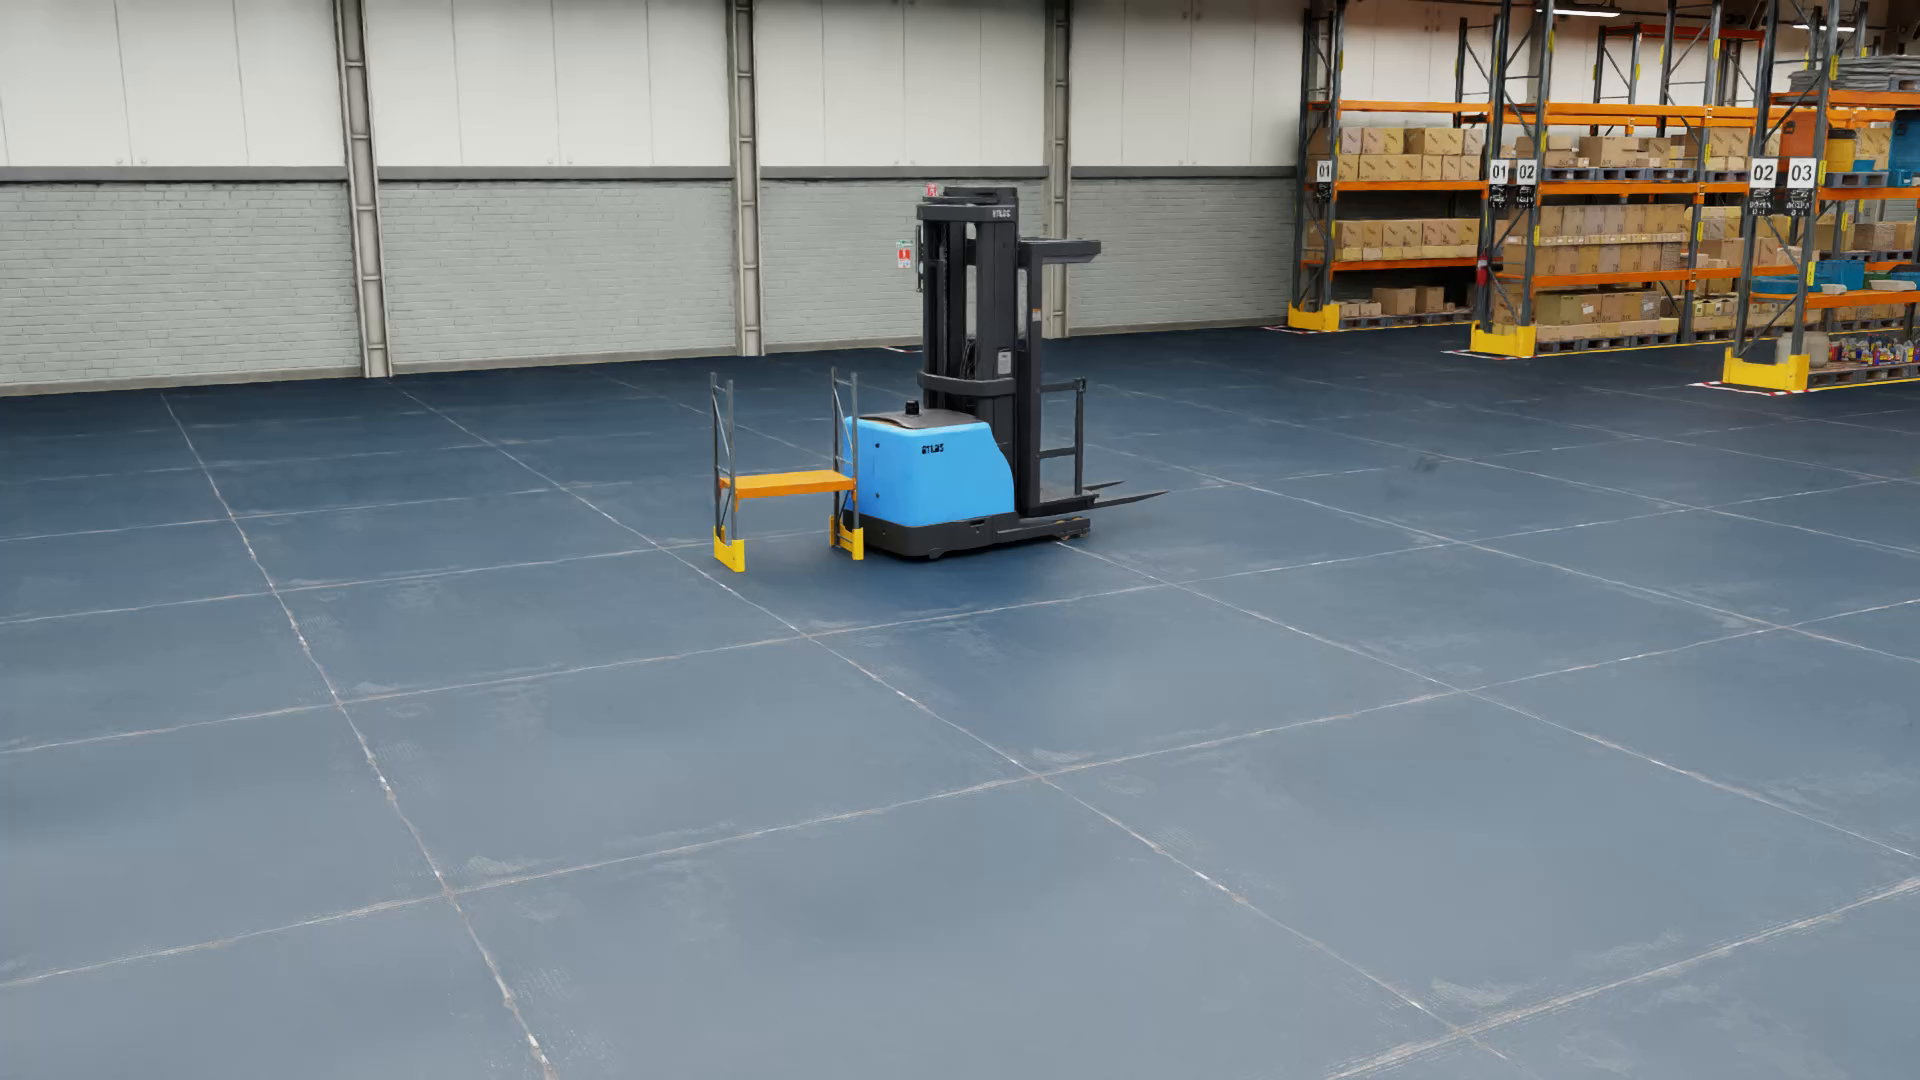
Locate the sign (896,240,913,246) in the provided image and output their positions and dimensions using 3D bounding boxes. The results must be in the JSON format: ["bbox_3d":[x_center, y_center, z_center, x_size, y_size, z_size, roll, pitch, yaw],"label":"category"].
[{"bbox_3d":[-0.964,-5.177,28.995,0.331,0.109,0.001,-7,14,-28],"label":"sign"}]

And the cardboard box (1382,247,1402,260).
[{"bbox_3d":[8.295,-5.621,32.550,0.500,0.250,0.500,-7,15,-29],"label":"cardboard box"}]

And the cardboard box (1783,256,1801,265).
[{"bbox_3d":[15.558,-5.201,30.962,0.250,0.149,0.380,-7,14,-28],"label":"cardboard box"}]

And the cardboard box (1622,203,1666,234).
[{"bbox_3d":[11.874,-5.632,29.118,0.500,0.500,0.700,-7,14,-28],"label":"cardboard box"}]

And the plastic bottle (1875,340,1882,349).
[{"bbox_3d":[14.097,-2.936,25.536,0.097,0.271,0.097,0,13,0],"label":"plastic bottle"}]

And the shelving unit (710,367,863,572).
[{"bbox_3d":[-1.386,-0.587,13.303,1.083,1.500,0.587,-6,14,-24],"label":"shelving unit"}]

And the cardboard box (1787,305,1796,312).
[{"bbox_3d":[15.420,-4.450,31.081,0.500,0.311,0.500,-7,14,-29],"label":"cardboard box"}]

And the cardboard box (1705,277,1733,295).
[{"bbox_3d":[16.840,-5.910,37.476,0.750,0.750,0.750,-7,14,-27],"label":"cardboard box"}]

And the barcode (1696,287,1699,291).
[{"bbox_3d":[13.127,-4.461,29.605,0.075,0.075,0.001,-7,14,-28],"label":"barcode"}]

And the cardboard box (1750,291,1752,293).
[{"bbox_3d":[15.157,-4.554,31.540,0.500,0.311,0.500,-7,15,-29],"label":"cardboard box"}]

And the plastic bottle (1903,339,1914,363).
[{"bbox_3d":[14.195,-2.841,24.932,0.185,0.351,0.144,-7,14,-28],"label":"plastic bottle"}]

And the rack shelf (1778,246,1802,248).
[{"bbox_3d":[19.104,-6.706,38.715,4.000,0.370,1.077,-7,14,-28],"label":"rack shelf"}]

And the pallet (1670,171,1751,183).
[{"bbox_3d":[13.472,-6.516,29.837,1.217,0.209,0.805,-8,15,-30],"label":"pallet"}]

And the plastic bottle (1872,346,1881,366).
[{"bbox_3d":[13.511,-2.716,24.529,0.133,0.283,0.061,-7,14,-27],"label":"plastic bottle"}]

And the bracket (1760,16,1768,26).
[{"bbox_3d":[18.083,-11.745,37.606,0.430,0.232,0.235,-7,14,-28],"label":"bracket"}]

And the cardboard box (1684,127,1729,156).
[{"bbox_3d":[13.264,-7.069,29.535,0.500,0.500,0.500,-7,14,-27],"label":"cardboard box"}]

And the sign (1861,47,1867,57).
[{"bbox_3d":[16.484,-8.825,30.339,0.005,0.325,0.100,-7,14,-28],"label":"sign"}]

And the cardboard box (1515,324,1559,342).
[{"bbox_3d":[9.770,-3.507,28.168,0.500,0.250,0.500,-7,14,-28],"label":"cardboard box"}]

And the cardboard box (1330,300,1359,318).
[{"bbox_3d":[7.466,-4.543,32.585,0.500,0.311,0.500,-9,15,-34],"label":"cardboard box"}]

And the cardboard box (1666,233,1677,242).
[{"bbox_3d":[12.350,-5.321,29.215,0.250,0.149,0.380,-7,15,-29],"label":"cardboard box"}]

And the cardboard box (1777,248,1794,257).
[{"bbox_3d":[15.337,-5.372,31.349,0.500,0.311,0.500,-7,14,-29],"label":"cardboard box"}]

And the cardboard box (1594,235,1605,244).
[{"bbox_3d":[10.770,-5.131,28.372,0.250,0.149,0.380,-7,14,-29],"label":"cardboard box"}]

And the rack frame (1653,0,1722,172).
[{"bbox_3d":[12.704,-7.978,29.063,0.127,3.000,1.000,-7,14,-28],"label":"rack frame"}]

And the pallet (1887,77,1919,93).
[{"bbox_3d":[13.291,-6.514,23.901,1.213,0.211,1.003,-7,14,-28],"label":"pallet"}]

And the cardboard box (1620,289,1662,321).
[{"bbox_3d":[11.957,-4.139,29.267,0.500,0.500,0.500,-7,14,-28],"label":"cardboard box"}]

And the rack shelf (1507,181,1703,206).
[{"bbox_3d":[10.948,-5.953,28.536,4.000,0.370,1.077,-7,14,-28],"label":"rack shelf"}]

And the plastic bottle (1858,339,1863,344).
[{"bbox_3d":[13.836,-2.951,25.576,0.133,0.283,0.061,-6,14,-25],"label":"plastic bottle"}]

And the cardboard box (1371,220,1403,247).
[{"bbox_3d":[8.274,-5.983,32.448,0.500,0.500,0.500,-7,15,-30],"label":"cardboard box"}]

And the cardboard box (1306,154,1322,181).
[{"bbox_3d":[7.061,-7.199,32.161,0.500,0.500,0.500,-6,14,-24],"label":"cardboard box"}]

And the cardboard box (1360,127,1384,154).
[{"bbox_3d":[7.735,-7.631,31.803,0.500,0.500,0.500,-7,14,-29],"label":"cardboard box"}]

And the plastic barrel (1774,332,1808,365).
[{"bbox_3d":[12.104,-2.750,24.209,0.421,0.512,0.421,0,13,0],"label":"plastic barrel"}]

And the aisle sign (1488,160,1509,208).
[{"bbox_3d":[8.994,-5.948,27.787,0.004,0.787,0.394,-7,14,-28],"label":"aisle sign"}]

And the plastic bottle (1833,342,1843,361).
[{"bbox_3d":[13.251,-2.843,25.096,0.133,0.283,0.061,-7,14,-28],"label":"plastic bottle"}]

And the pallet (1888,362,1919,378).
[{"bbox_3d":[14.464,-2.673,25.506,1.213,0.211,1.003,-7,14,-28],"label":"pallet"}]

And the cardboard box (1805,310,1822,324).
[{"bbox_3d":[15.870,-4.233,31.392,0.500,0.250,0.500,-6,14,-27],"label":"cardboard box"}]

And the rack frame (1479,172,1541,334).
[{"bbox_3d":[9.193,-4.630,27.852,0.127,3.000,1.000,-7,14,-28],"label":"rack frame"}]

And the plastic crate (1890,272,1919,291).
[{"bbox_3d":[14.232,-3.855,24.745,0.616,0.251,0.499,-7,14,-28],"label":"plastic crate"}]

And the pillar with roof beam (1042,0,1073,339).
[{"bbox_3d":[3.812,-7.291,26.010,0.400,9.000,9.100,-7,14,-28],"label":"pillar with roof beam"}]

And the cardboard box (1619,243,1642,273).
[{"bbox_3d":[11.415,-4.943,29.015,0.500,0.500,0.700,-7,14,-27],"label":"cardboard box"}]

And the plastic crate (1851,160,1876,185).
[{"bbox_3d":[13.092,-5.390,24.430,0.575,0.384,0.392,-7,14,-28],"label":"plastic crate"}]

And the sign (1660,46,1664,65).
[{"bbox_3d":[12.433,-8.576,29.411,0.005,0.325,0.100,-7,14,-28],"label":"sign"}]

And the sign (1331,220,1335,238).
[{"bbox_3d":[7.076,-5.902,31.532,0.005,0.325,0.100,-7,14,-28],"label":"sign"}]

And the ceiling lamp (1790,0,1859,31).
[{"bbox_3d":[17.961,-11.993,33.609,2.000,3.185,0.800,-7,14,-28],"label":"ceiling lamp"}]

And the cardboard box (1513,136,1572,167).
[{"bbox_3d":[9.699,-6.477,27.715,0.637,0.503,0.797,-6,14,-24],"label":"cardboard box"}]

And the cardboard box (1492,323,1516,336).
[{"bbox_3d":[9.522,-3.607,28.611,0.500,0.250,0.500,-7,14,-28],"label":"cardboard box"}]

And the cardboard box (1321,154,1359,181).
[{"bbox_3d":[7.229,-7.093,31.692,0.500,0.500,0.500,-6,14,-26],"label":"cardboard box"}]

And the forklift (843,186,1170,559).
[{"bbox_3d":[0.498,-1.513,14.158,3.031,2.935,1.130,-10,16,-36],"label":"forklift"}]

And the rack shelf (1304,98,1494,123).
[{"bbox_3d":[8.571,-8.369,32.448,4.000,0.370,1.077,-7,14,-28],"label":"rack shelf"}]

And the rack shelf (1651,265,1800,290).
[{"bbox_3d":[14.459,-4.911,30.736,4.000,0.370,1.077,-7,14,-28],"label":"rack shelf"}]

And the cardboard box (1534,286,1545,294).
[{"bbox_3d":[11.862,-5.191,35.035,0.500,0.500,0.700,-7,14,-27],"label":"cardboard box"}]

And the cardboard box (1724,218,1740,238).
[{"bbox_3d":[17.064,-6.953,37.224,0.500,0.500,0.500,-7,15,-29],"label":"cardboard box"}]

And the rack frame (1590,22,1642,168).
[{"bbox_3d":[13.838,-9.353,35.173,0.127,3.000,1.000,-7,14,-28],"label":"rack frame"}]

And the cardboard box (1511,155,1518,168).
[{"bbox_3d":[11.386,-7.737,34.071,0.500,0.311,0.500,-6,14,-26],"label":"cardboard box"}]

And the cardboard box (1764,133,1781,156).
[{"bbox_3d":[18.109,-8.878,37.342,0.500,0.500,0.500,-7,14,-28],"label":"cardboard box"}]

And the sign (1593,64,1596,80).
[{"bbox_3d":[13.569,-9.992,35.527,0.005,0.325,0.100,-7,14,-28],"label":"sign"}]

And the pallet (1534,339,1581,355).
[{"bbox_3d":[9.844,-3.358,28.551,1.213,0.211,1.003,-7,14,-28],"label":"pallet"}]
